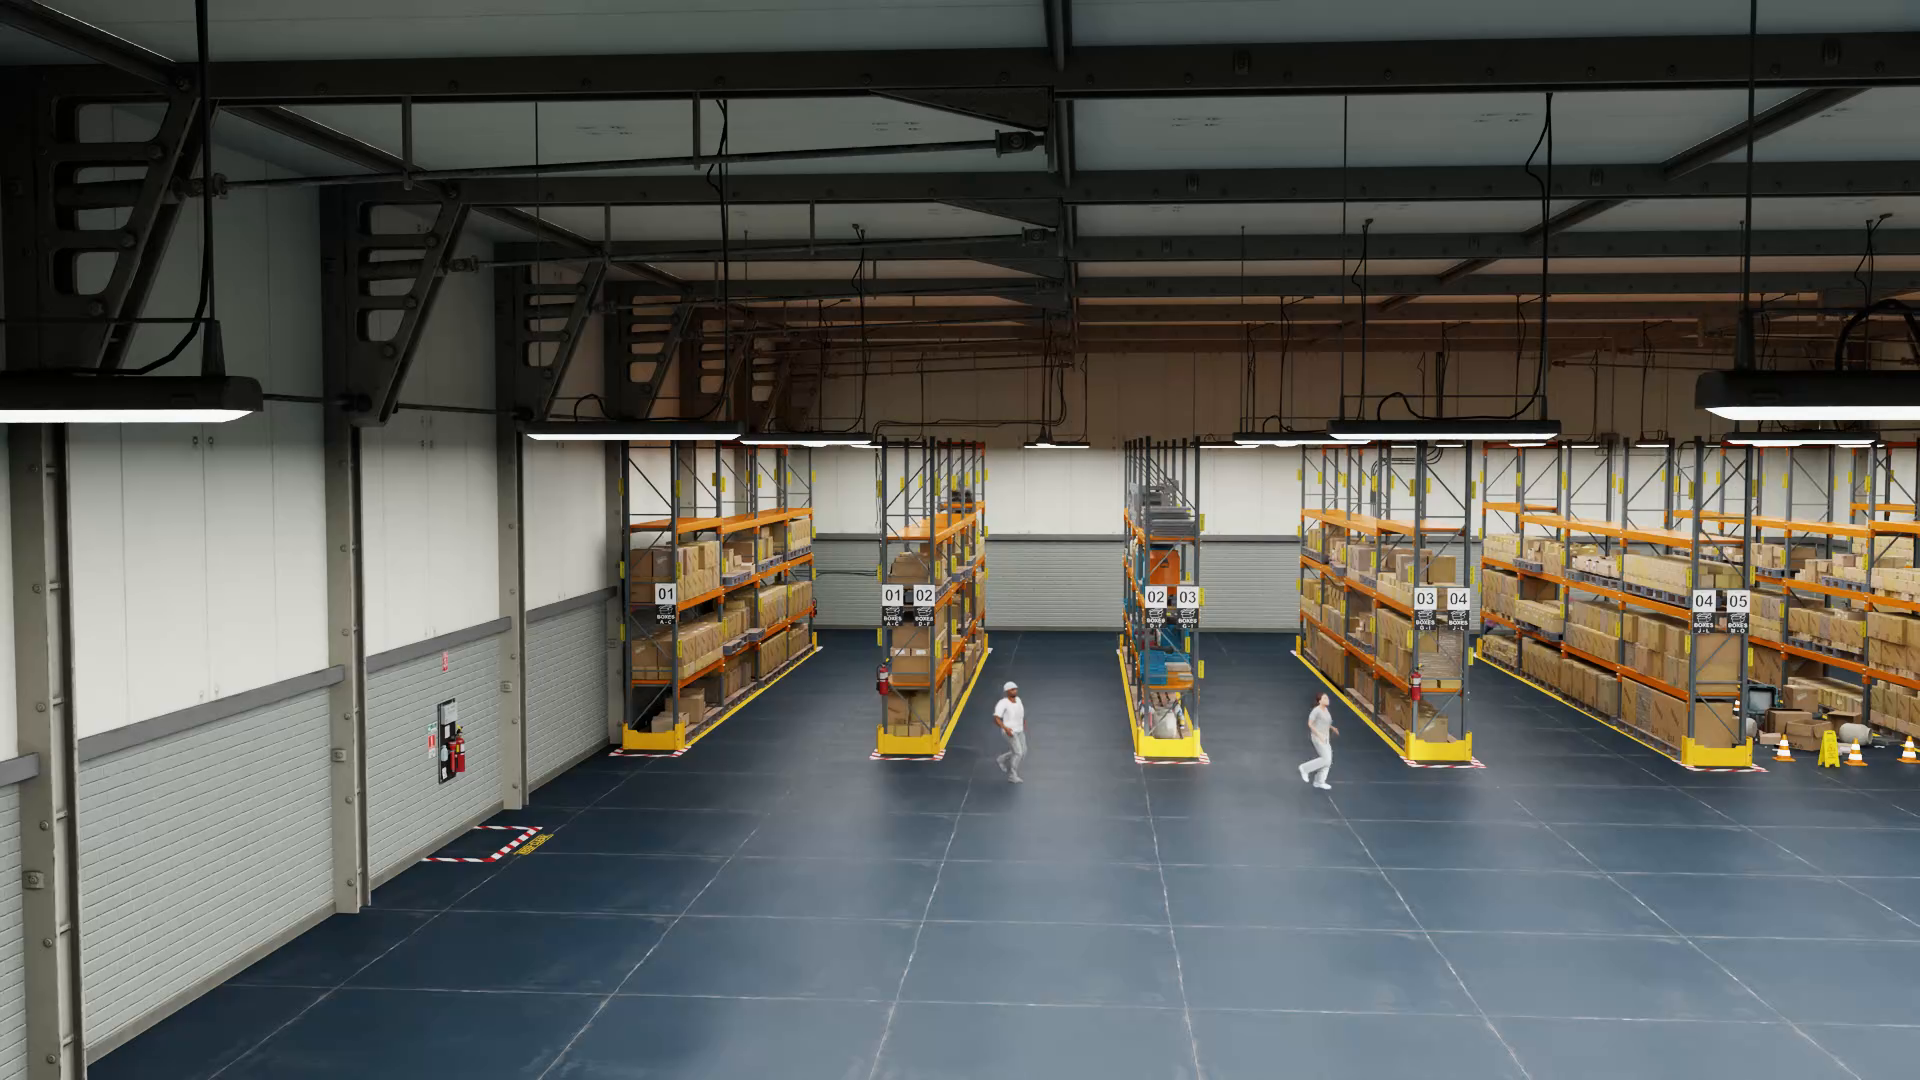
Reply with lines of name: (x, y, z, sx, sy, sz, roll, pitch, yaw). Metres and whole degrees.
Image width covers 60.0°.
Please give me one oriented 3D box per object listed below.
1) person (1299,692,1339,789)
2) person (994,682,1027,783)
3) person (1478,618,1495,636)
person: (6.132, 3.397, 28.327, 0.605, 1.639, 0.560, 2, 4, 35)
person: (0.866, 3.319, 28.868, 0.582, 1.735, 0.693, 2, 4, 39)
person: (15.039, 2.426, 47.361, 0.493, 1.541, 0.599, 0, 3, -6)
